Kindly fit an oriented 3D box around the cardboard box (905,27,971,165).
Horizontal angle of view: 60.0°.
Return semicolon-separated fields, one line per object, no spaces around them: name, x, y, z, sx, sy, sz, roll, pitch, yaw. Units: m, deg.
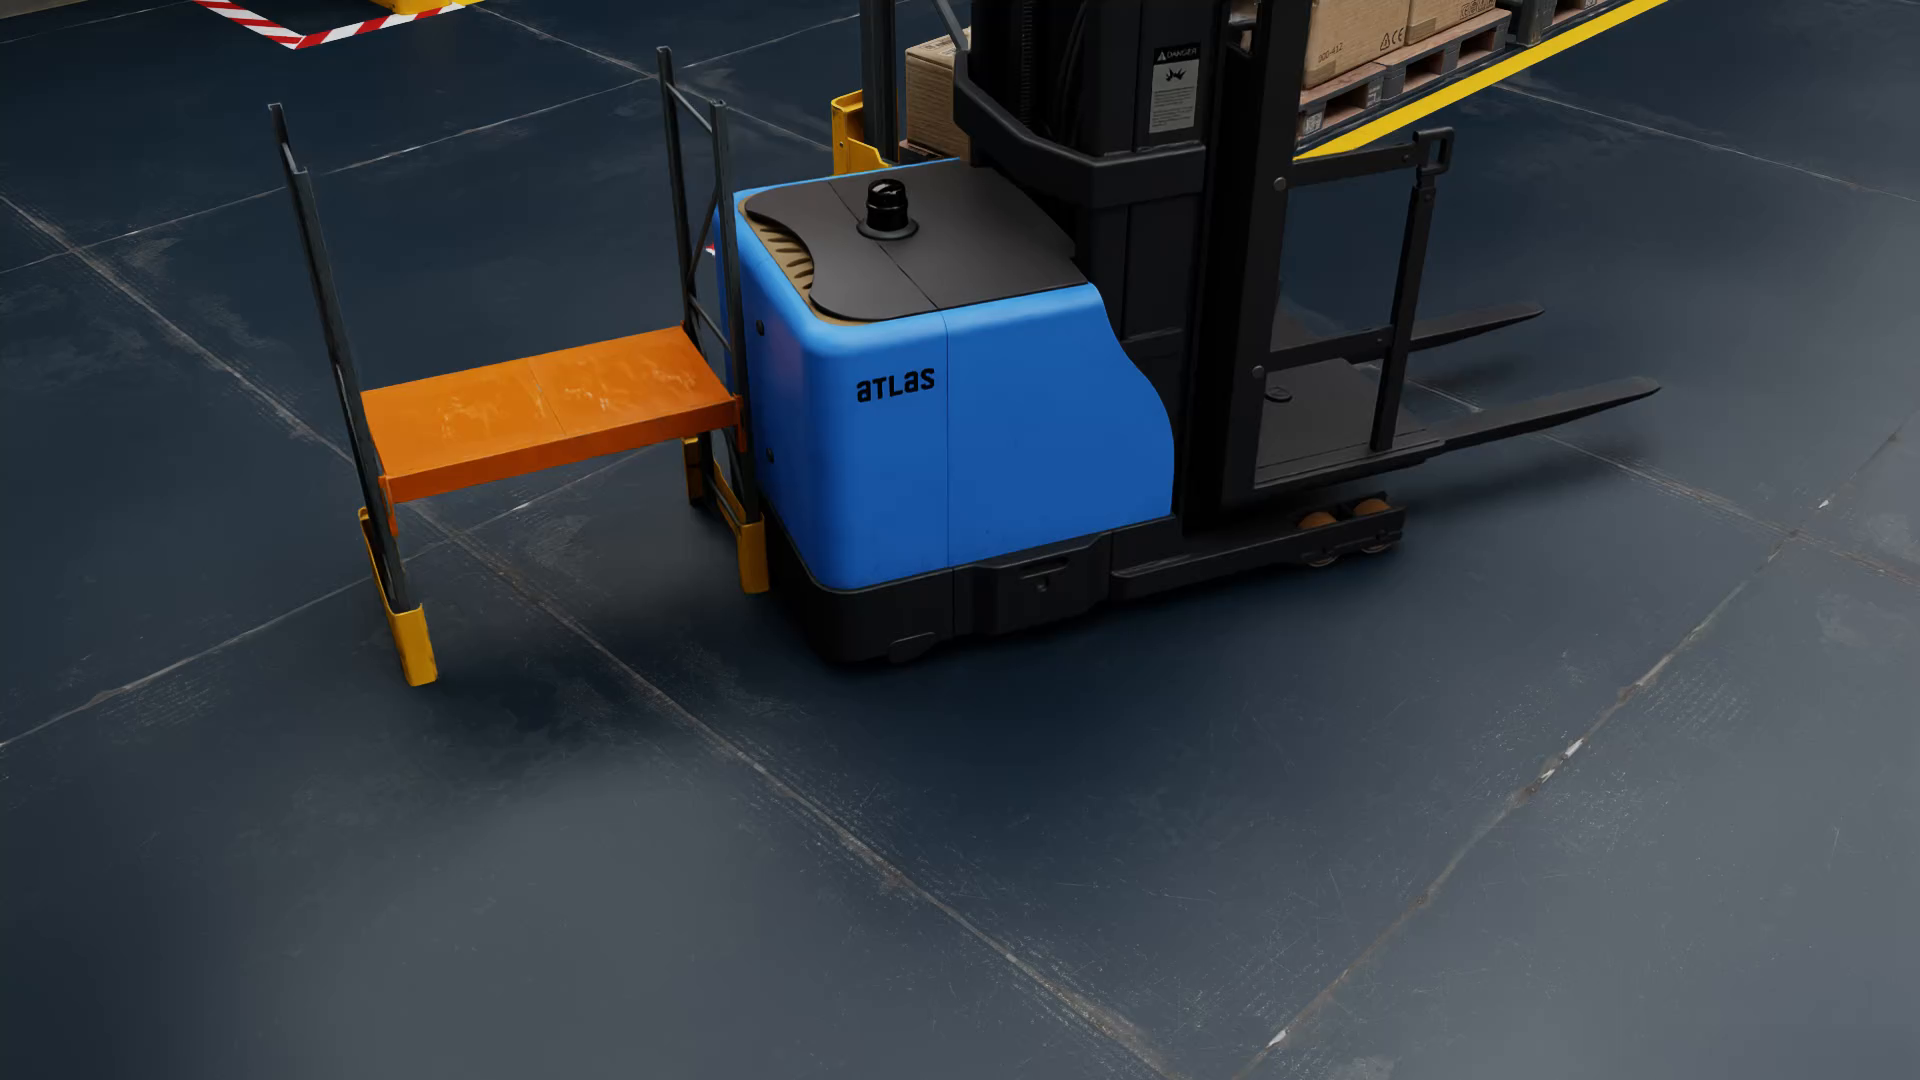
cardboard box;0.375;-1.944;7.288;0.875;0.438;0.875;28;44;34

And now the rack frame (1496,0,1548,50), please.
rack frame;2.799;-4.139;8.562;1.000;3.000;0.127;30;45;35

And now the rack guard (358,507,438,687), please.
rack guard;-1.630;0.150;4.816;0.087;0.250;0.587;-15;38;-21

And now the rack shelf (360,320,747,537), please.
rack shelf;-1.172;-0.339;4.740;1.000;0.185;0.538;-15;38;-21

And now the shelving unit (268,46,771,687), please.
shelving unit;-1.180;-0.485;4.634;1.083;1.500;0.587;-15;38;-21

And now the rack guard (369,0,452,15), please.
rack guard;-3.491;-3.519;9.859;1.175;0.500;0.348;30;45;35

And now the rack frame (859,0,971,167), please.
rack frame;-0.019;-2.515;6.234;1.000;3.000;0.127;30;45;35

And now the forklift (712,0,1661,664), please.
forklift;0.837;-1.387;4.677;3.031;2.935;1.130;-13;37;-18

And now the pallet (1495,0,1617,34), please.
pallet;3.289;-3.338;9.852;1.003;0.211;1.213;30;45;35

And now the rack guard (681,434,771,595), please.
rack guard;-0.731;-0.095;5.167;0.087;0.250;0.587;-15;38;-21

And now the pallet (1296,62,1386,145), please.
pallet;1.348;-2.220;8.249;1.003;0.211;1.213;30;45;35

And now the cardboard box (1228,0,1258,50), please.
cardboard box;1.013;-2.319;7.826;0.875;0.438;0.875;-29;44;-34

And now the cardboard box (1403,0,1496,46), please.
cardboard box;2.280;-3.048;8.871;0.875;0.438;0.875;29;44;35

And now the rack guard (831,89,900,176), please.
rack guard;-0.036;-1.480;6.935;1.175;0.500;0.348;30;45;35

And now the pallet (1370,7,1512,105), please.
pallet;2.208;-2.718;8.962;1.003;0.211;1.213;30;45;35

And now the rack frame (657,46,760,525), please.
rack frame;-0.713;-0.612;4.817;0.032;1.500;0.500;-15;38;-21

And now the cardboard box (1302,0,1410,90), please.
cardboard box;1.650;-2.685;8.350;0.875;0.438;0.875;28;44;34

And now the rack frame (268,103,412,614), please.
rack frame;-1.631;-0.362;4.458;0.032;1.500;0.500;-15;38;-21

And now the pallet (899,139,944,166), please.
pallet;0.488;-1.727;7.542;1.003;0.211;1.213;30;45;35
